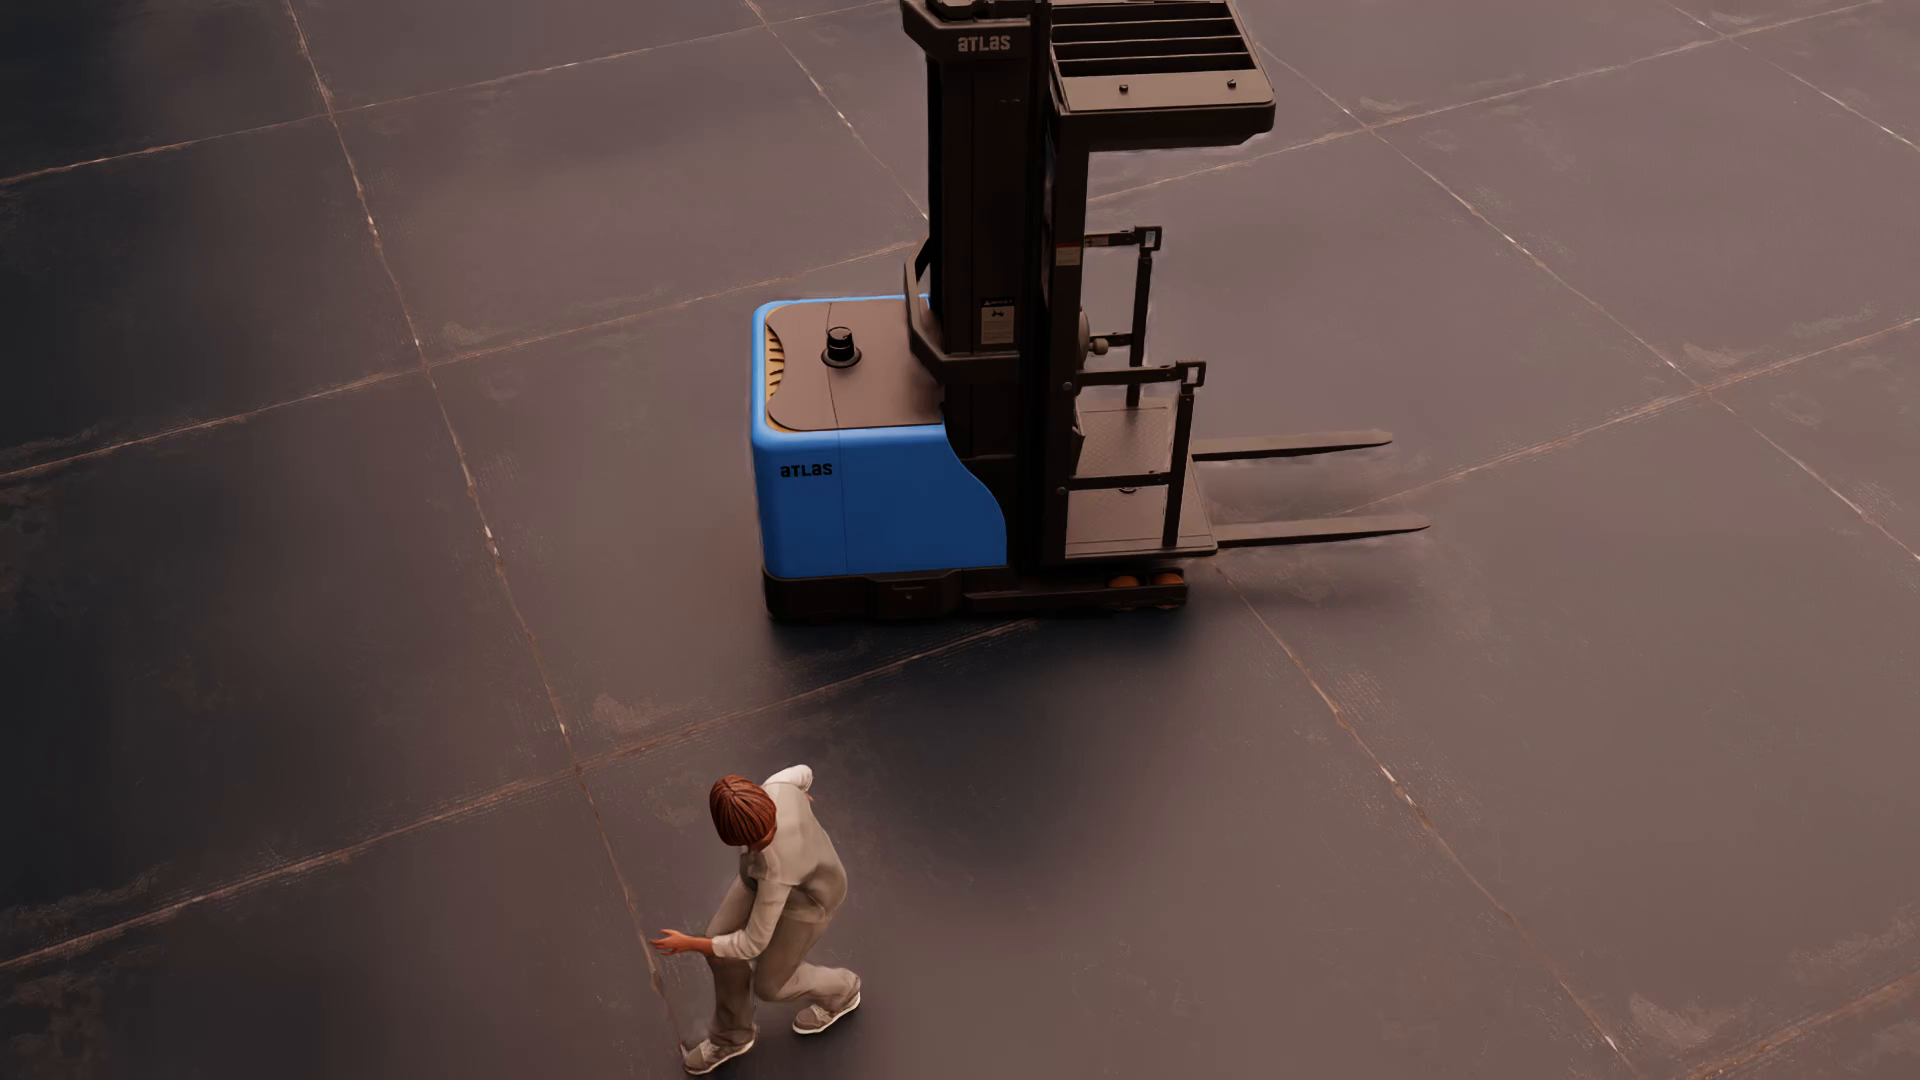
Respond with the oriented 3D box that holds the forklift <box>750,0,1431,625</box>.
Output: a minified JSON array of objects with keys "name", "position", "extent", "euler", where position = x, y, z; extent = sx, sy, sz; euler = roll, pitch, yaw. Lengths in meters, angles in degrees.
[{"name":"forklift","position":[0.608,-1.109,6.868],"extent":[3.031,2.935,1.130],"euler":[-3,43,-4]}]

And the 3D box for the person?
[{"name":"person","position":[-0.712,1.185,5.528],"extent":[0.699,1.434,0.634],"euler":[-17,46,-18]}]
